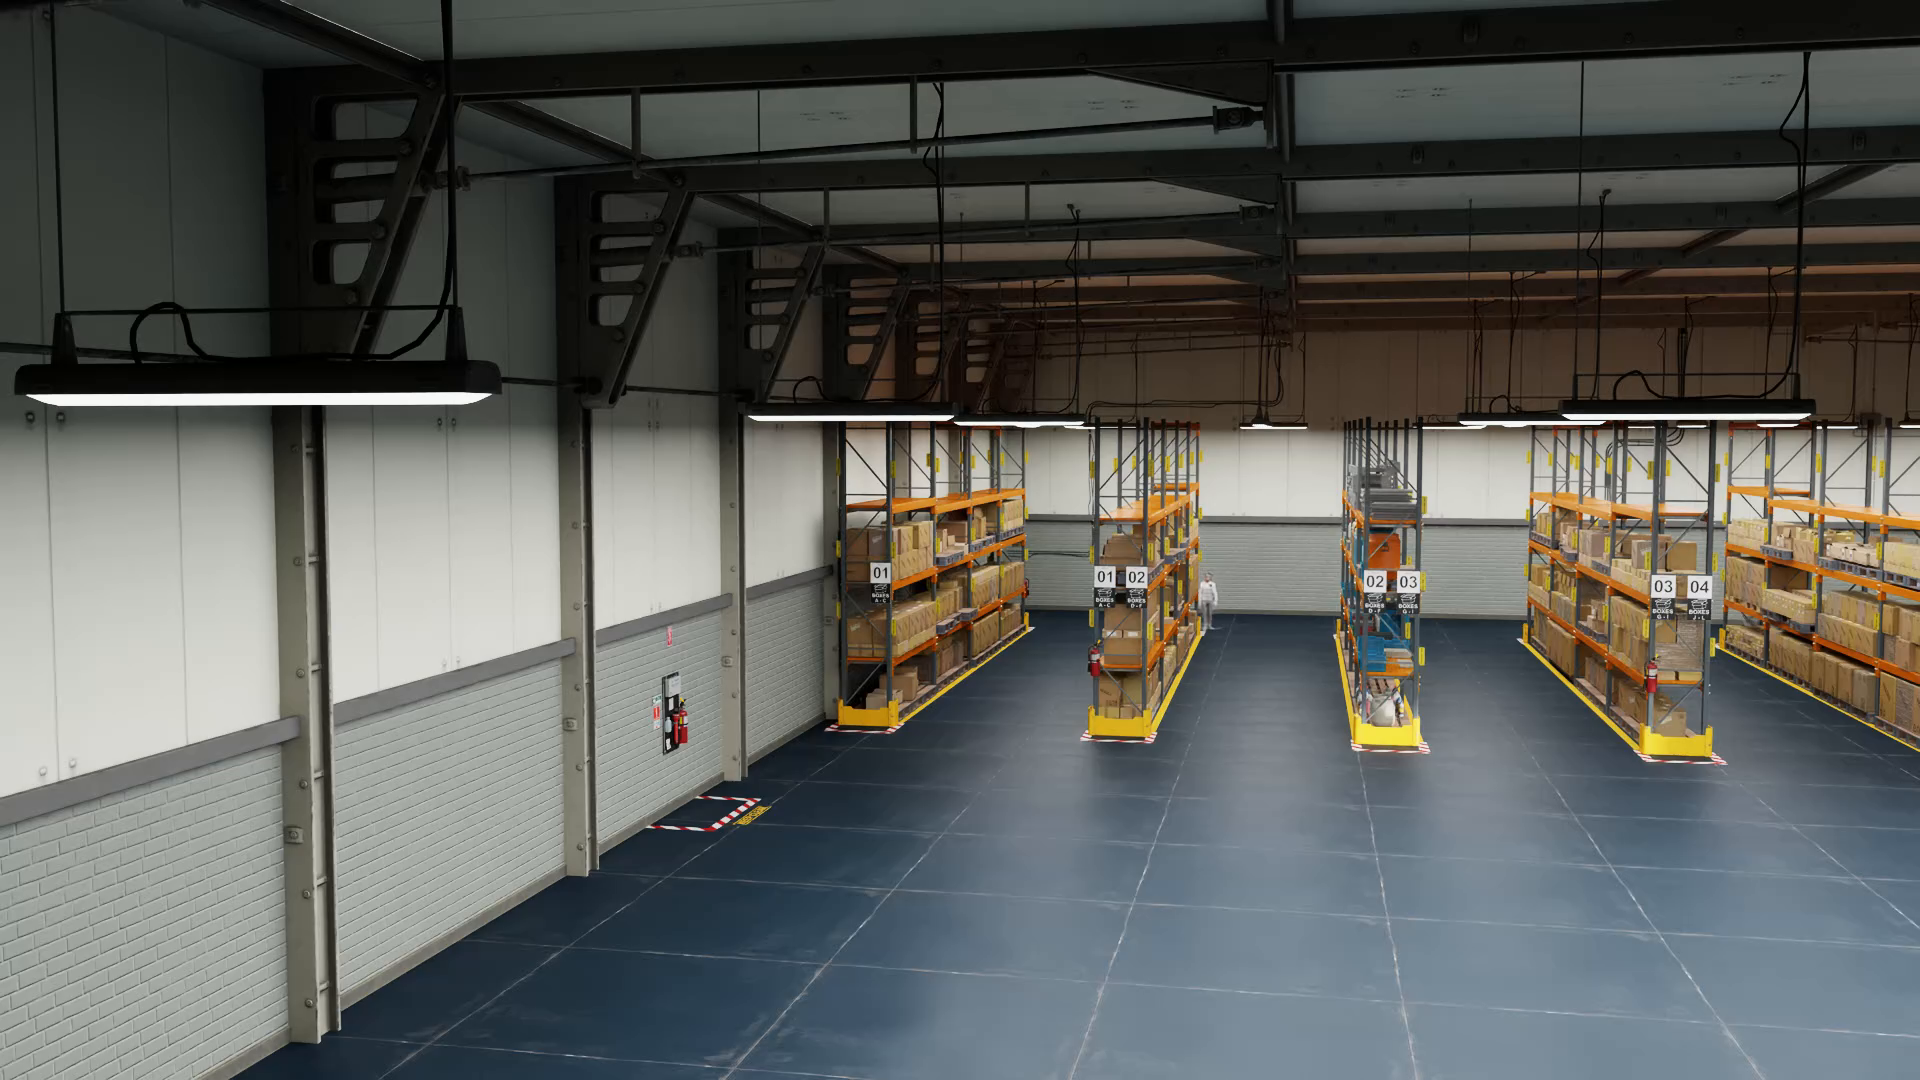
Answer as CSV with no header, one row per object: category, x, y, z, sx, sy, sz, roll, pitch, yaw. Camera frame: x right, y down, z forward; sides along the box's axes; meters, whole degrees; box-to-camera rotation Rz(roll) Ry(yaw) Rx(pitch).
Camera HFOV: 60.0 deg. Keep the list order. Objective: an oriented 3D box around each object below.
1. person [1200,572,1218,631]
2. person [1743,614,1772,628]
person,7.183,1.774,48.007,0.515,1.706,0.421,1,4,11
person,22.076,1.849,46.115,0.867,1.747,0.546,0,4,5
